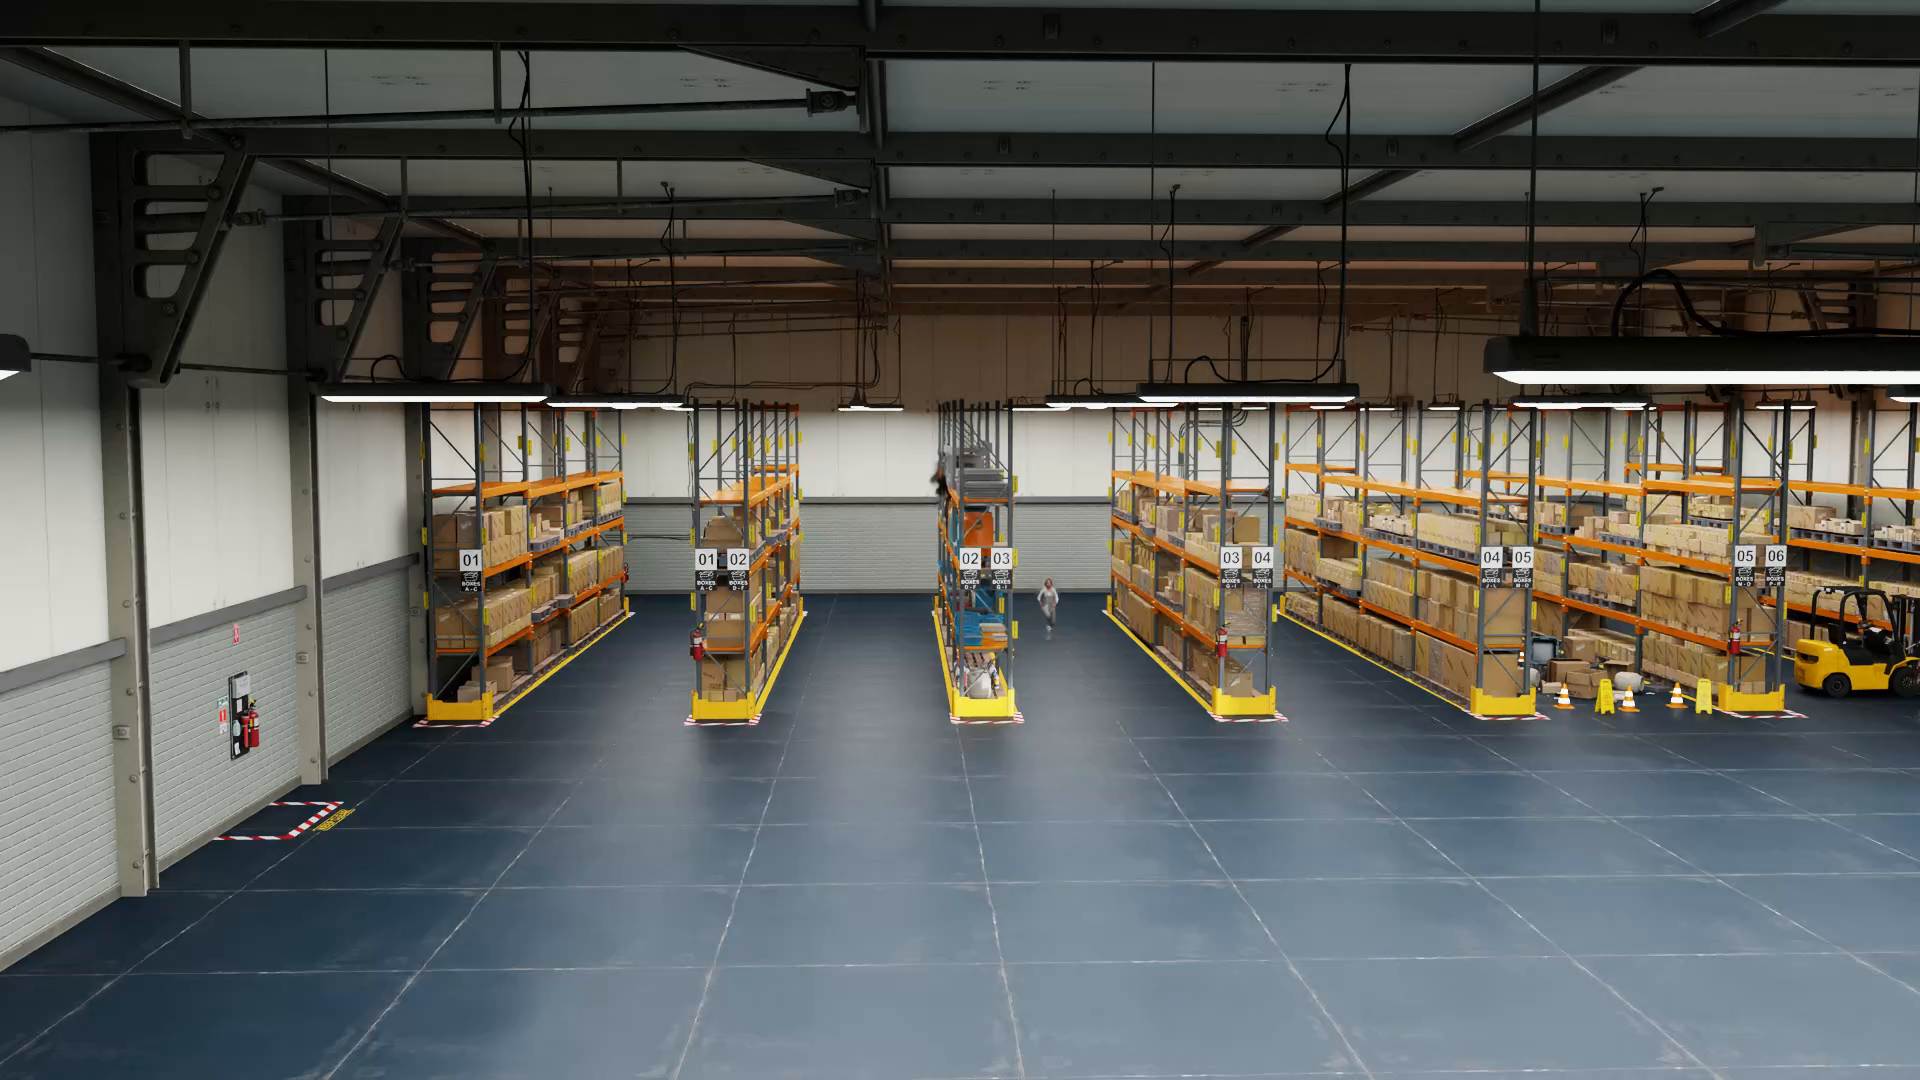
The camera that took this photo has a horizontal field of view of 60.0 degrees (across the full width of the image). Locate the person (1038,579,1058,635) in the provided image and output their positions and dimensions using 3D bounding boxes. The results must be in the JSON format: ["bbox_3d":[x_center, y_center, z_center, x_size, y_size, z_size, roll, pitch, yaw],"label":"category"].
[{"bbox_3d":[2.239,1.716,41.966,0.534,1.461,0.689,-1,4,-7],"label":"person"}]
